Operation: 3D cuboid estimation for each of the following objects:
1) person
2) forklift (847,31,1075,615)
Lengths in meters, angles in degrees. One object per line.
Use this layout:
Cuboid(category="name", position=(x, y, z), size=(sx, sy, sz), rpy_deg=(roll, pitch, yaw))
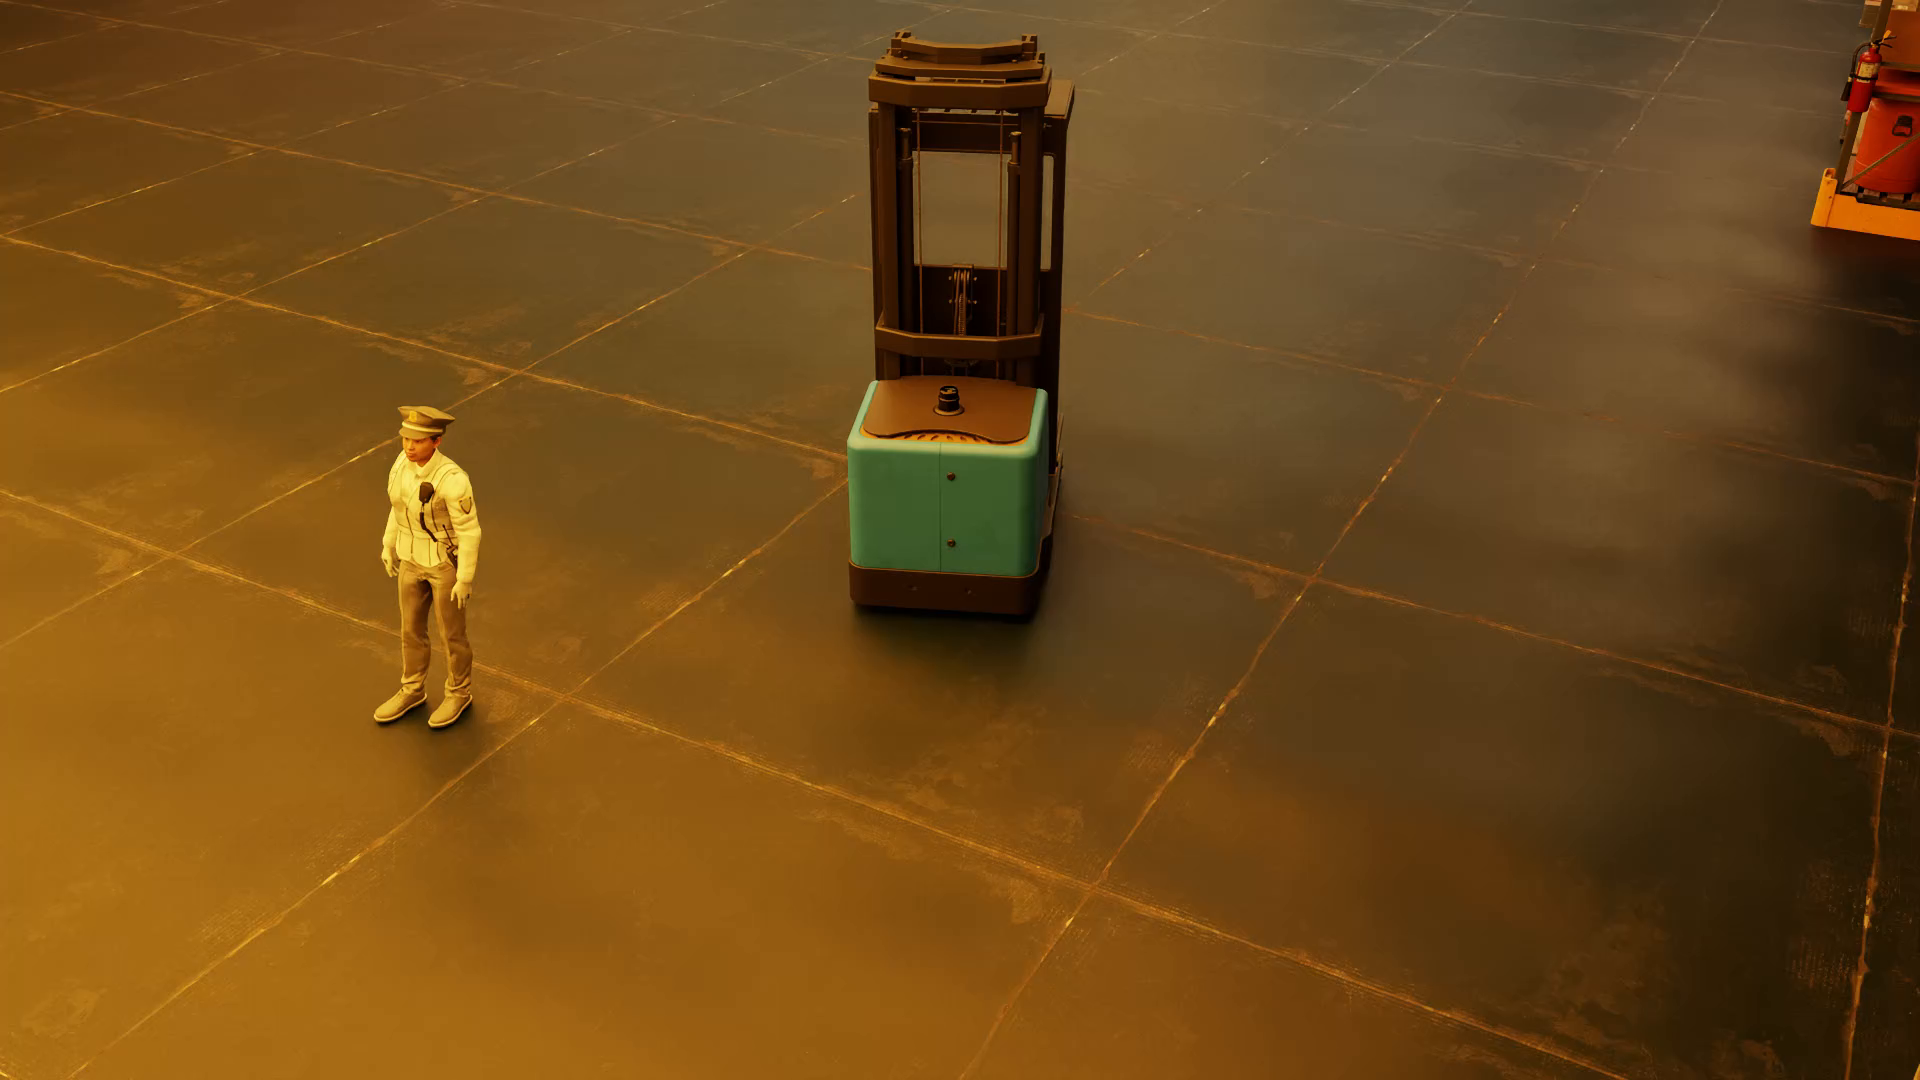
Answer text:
Cuboid(category="person", position=(-2.600, 0.139, 8.053), size=(0.587, 1.694, 0.530), rpy_deg=(17, 34, 27))
Cuboid(category="forklift", position=(0.072, -1.572, 9.794), size=(1.130, 2.935, 3.031), rpy_deg=(3, 30, 6))
